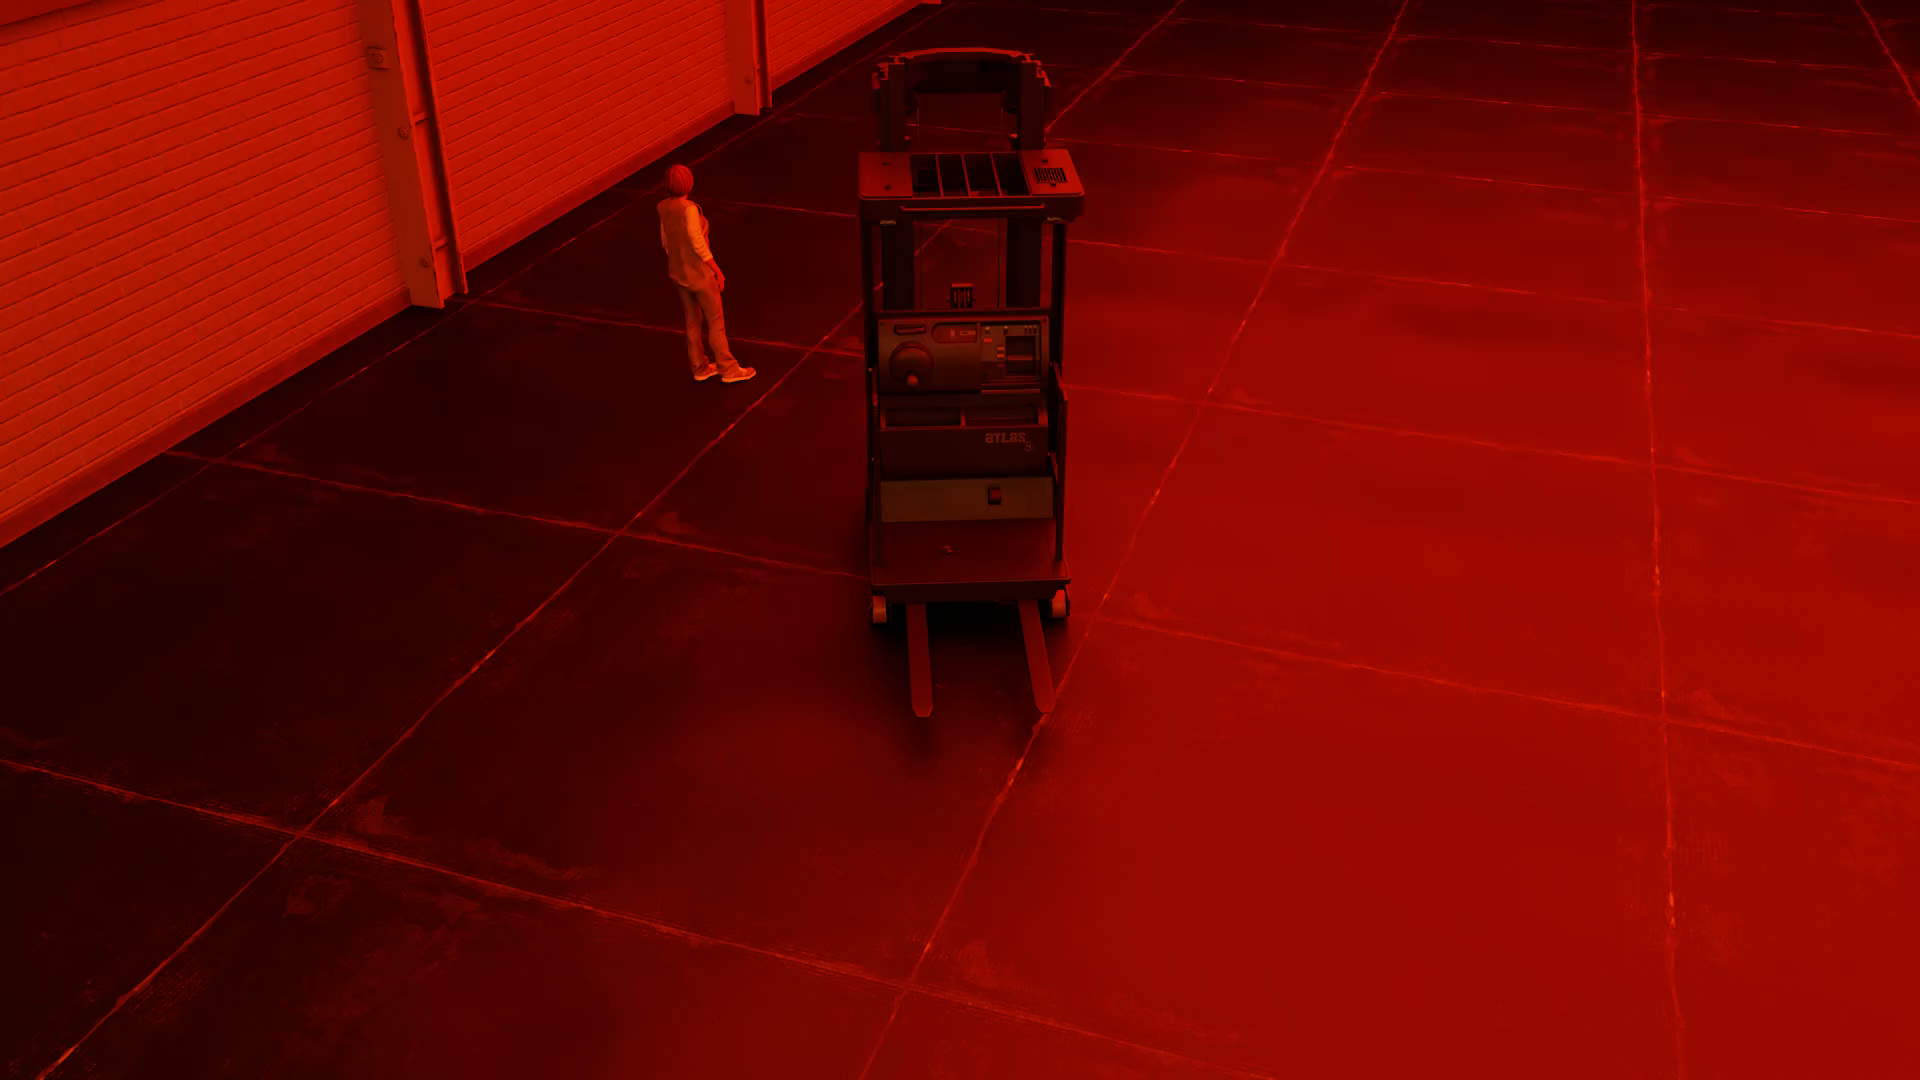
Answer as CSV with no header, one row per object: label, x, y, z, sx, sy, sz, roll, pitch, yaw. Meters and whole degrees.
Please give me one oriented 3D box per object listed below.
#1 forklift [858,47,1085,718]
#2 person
forklift,0.035,-0.972,8.842,1.130,2.935,3.031,-2,30,-3
person,-1.825,-1.892,11.787,0.518,1.598,0.475,24,37,35
